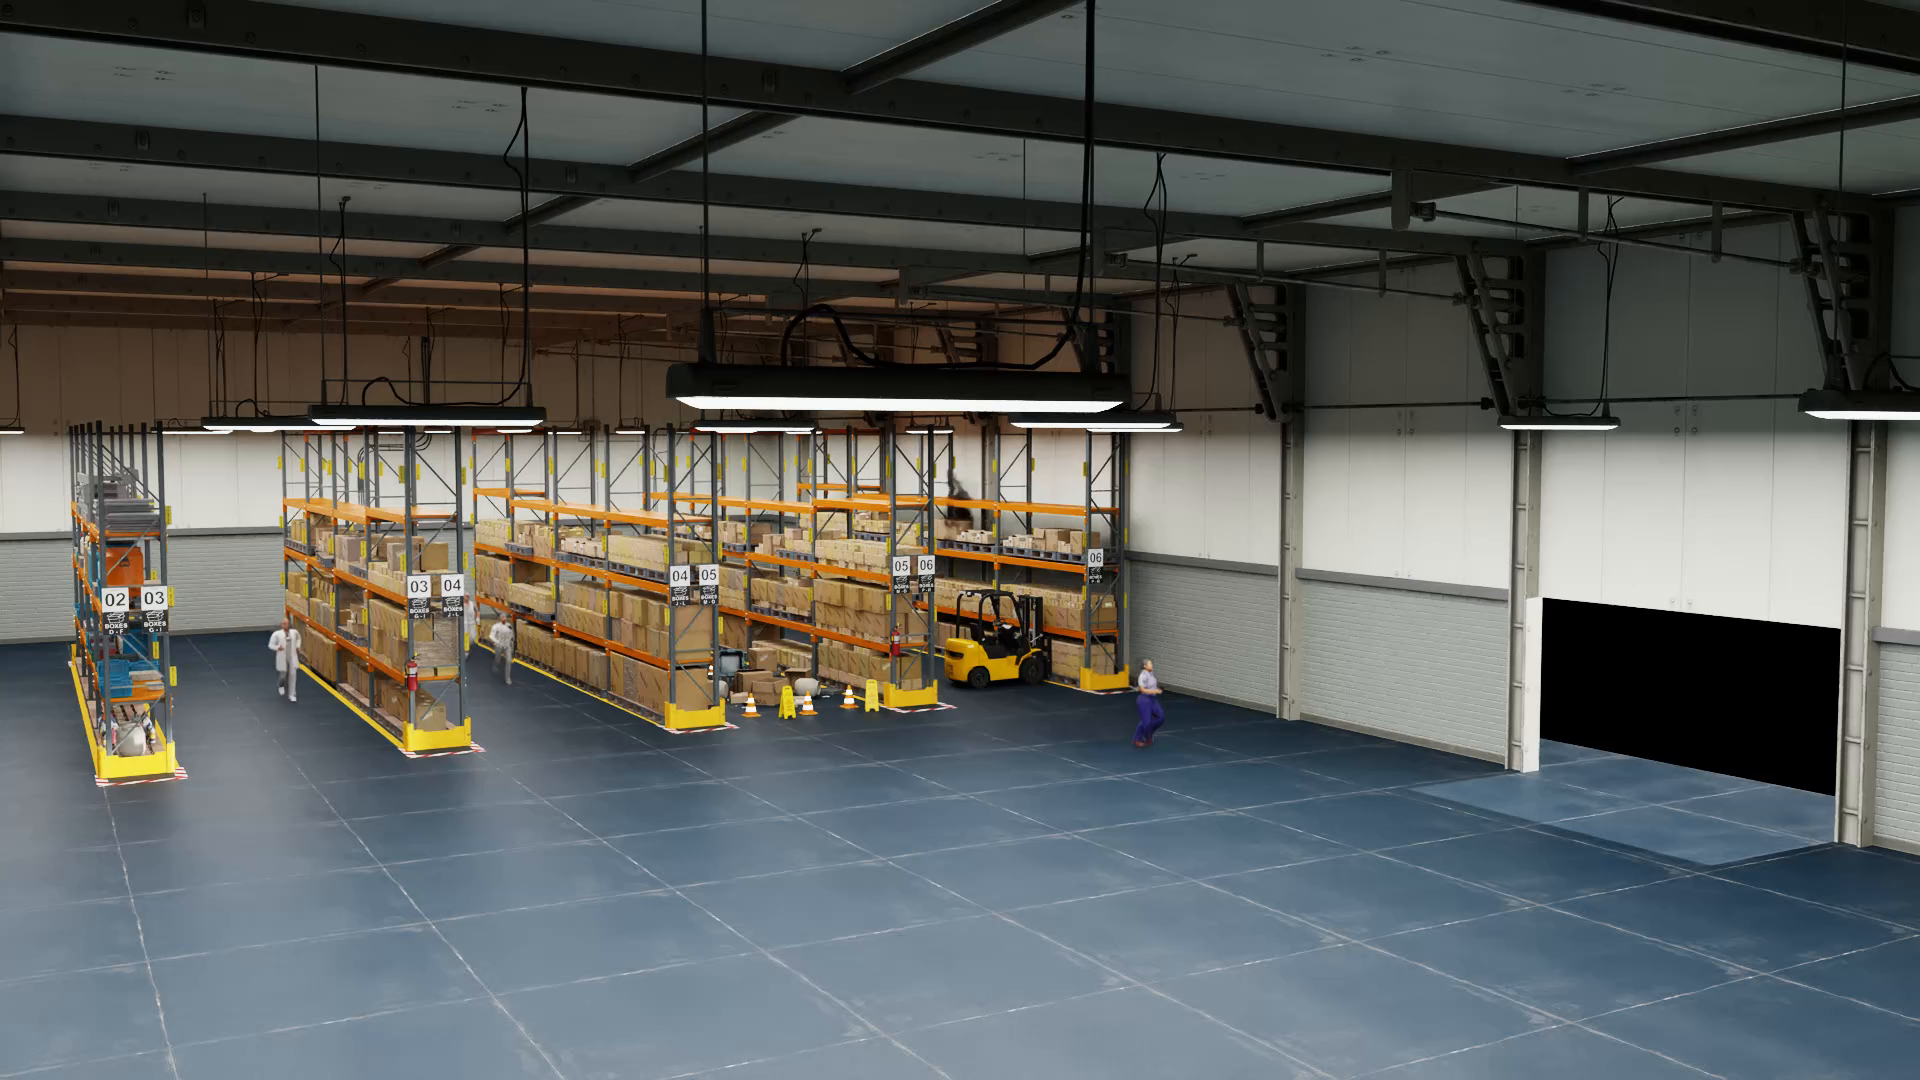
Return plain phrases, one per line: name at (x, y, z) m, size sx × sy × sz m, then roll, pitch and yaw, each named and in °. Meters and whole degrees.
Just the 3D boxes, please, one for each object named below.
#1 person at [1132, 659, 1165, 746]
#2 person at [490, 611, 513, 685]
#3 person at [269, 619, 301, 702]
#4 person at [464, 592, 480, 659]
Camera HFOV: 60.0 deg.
person at (3.474, 3.014, 30.687) m, size 0.593 × 1.630 × 0.667 m, roll 2°, pitch 4°, yaw 25°
person at (-10.710, 2.502, 38.899) m, size 0.588 × 1.696 × 1.053 m, roll -2°, pitch 4°, yaw -29°
person at (-14.638, 2.591, 36.147) m, size 0.712 × 1.776 × 1.037 m, roll -2°, pitch 4°, yaw -35°
person at (-12.681, 2.205, 42.840) m, size 0.669 × 1.741 × 0.517 m, roll -2°, pitch 4°, yaw -25°
